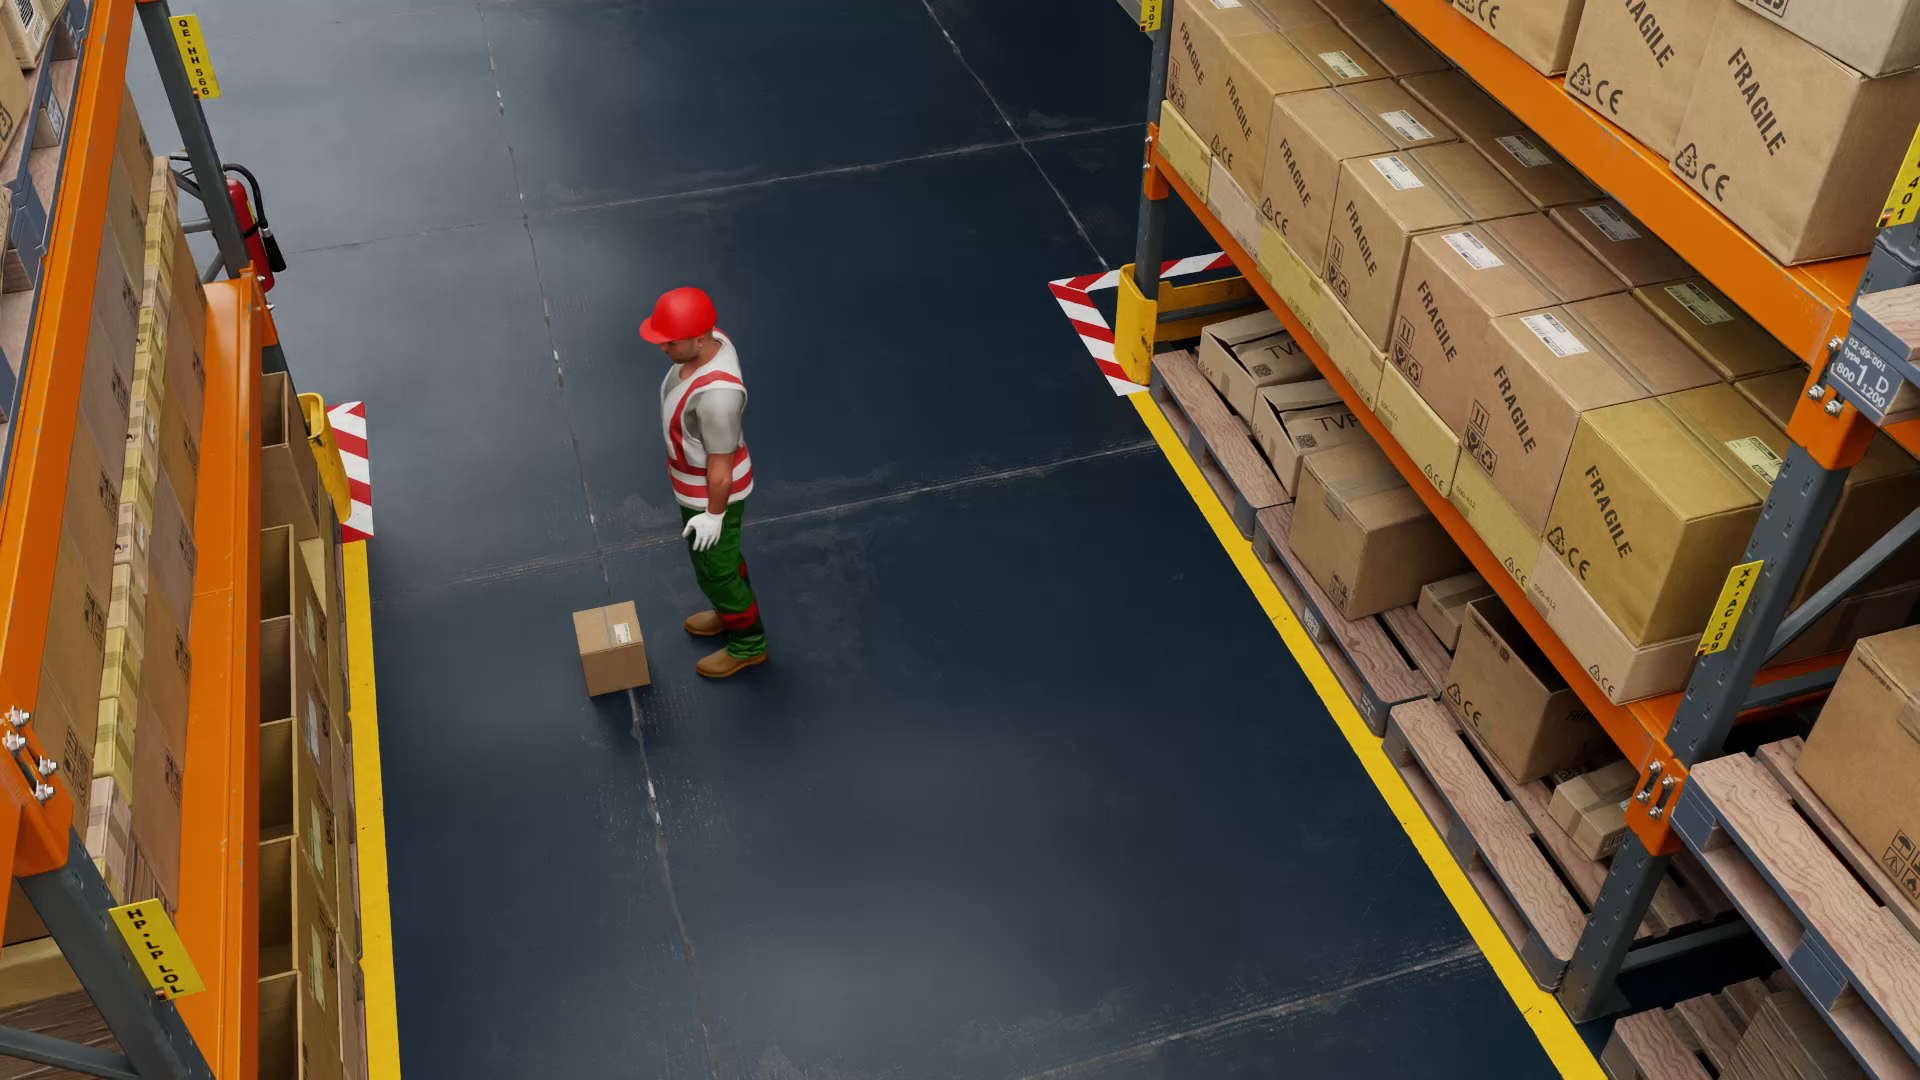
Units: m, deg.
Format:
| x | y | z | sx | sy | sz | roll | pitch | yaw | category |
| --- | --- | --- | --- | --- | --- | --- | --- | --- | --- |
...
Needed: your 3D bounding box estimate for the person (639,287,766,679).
| x | y | z | sx | sy | sz | roll | pitch | yaw | category |
| --- | --- | --- | --- | --- | --- | --- | --- | --- | --- |
| -0.961 | -0.210 | 6.387 | 0.351 | 1.782 | 0.528 | -11 | 43 | -12 | person |
